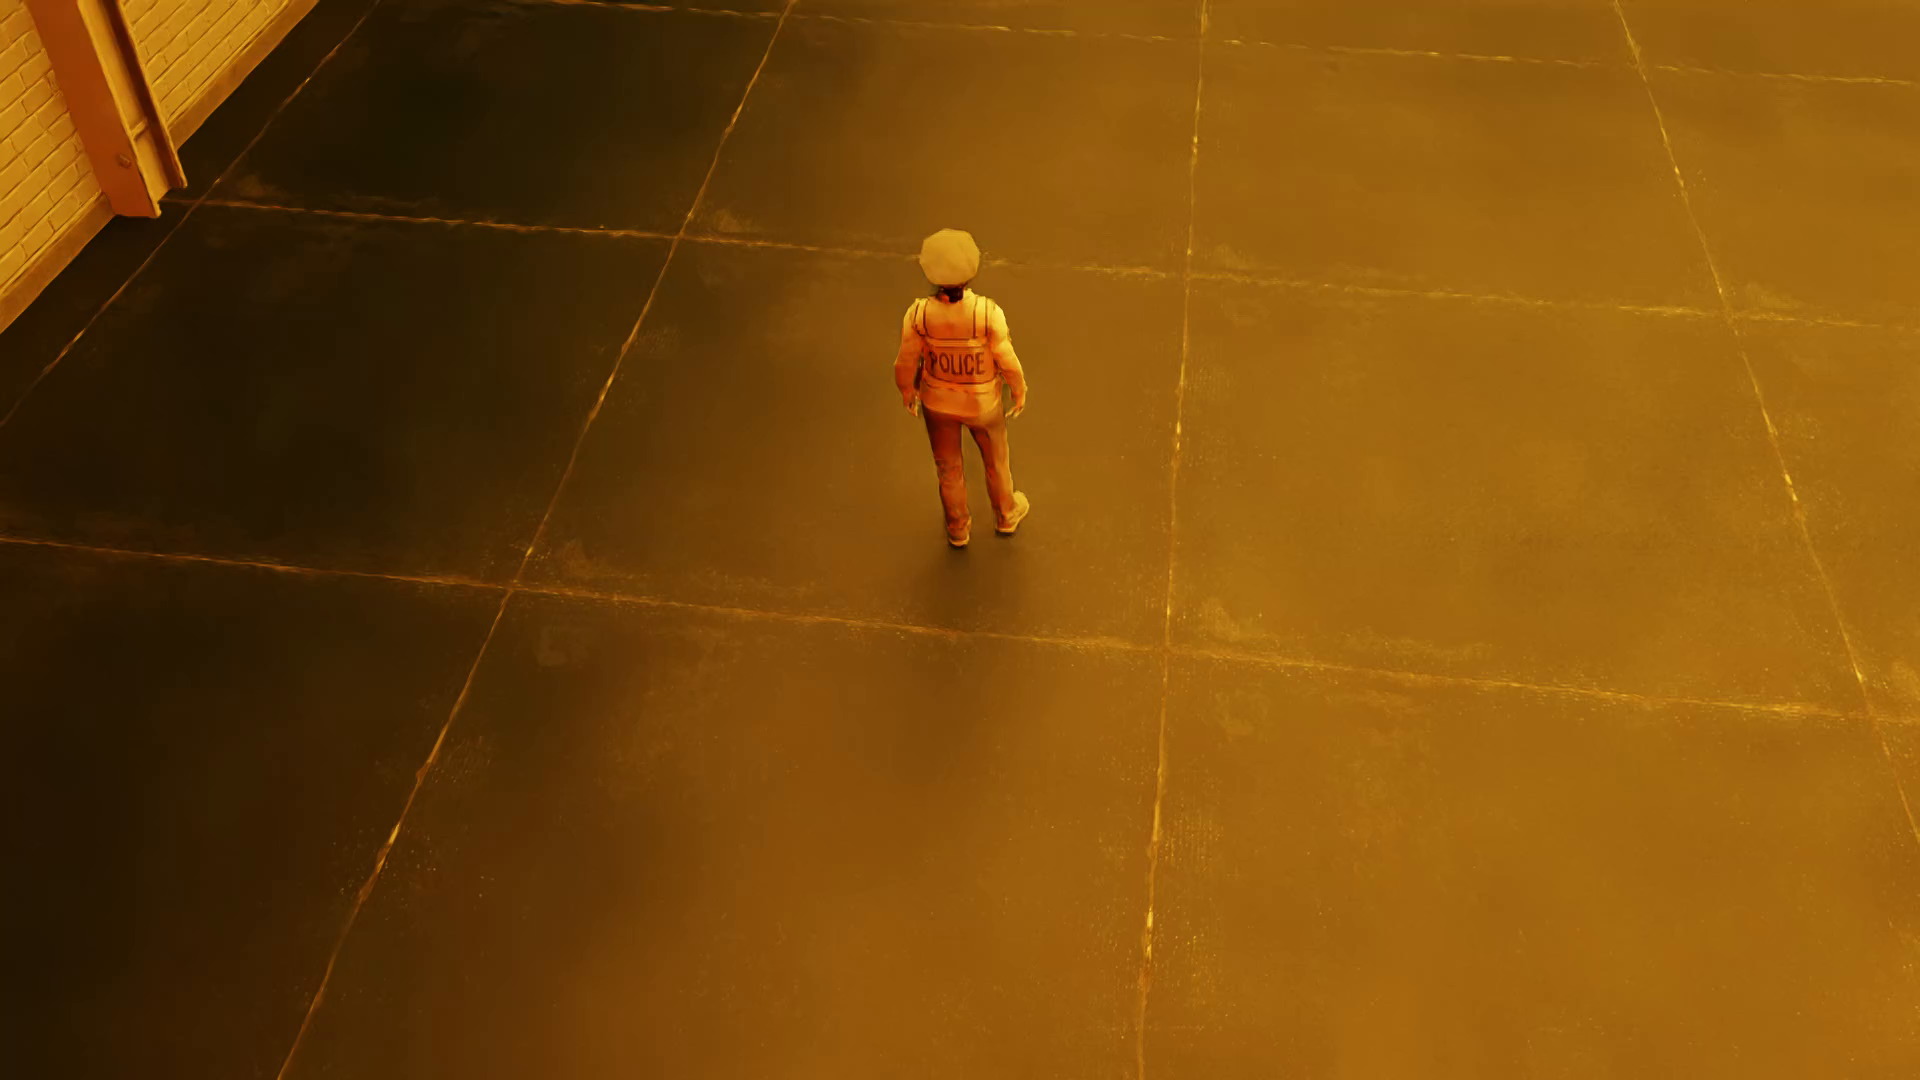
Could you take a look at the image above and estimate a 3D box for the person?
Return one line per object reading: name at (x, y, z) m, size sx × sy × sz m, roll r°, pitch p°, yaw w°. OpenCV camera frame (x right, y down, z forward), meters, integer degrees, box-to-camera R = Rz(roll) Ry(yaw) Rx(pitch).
person at (0.016, -0.674, 7.361) m, size 0.586 × 1.695 × 0.532 m, roll 5°, pitch 43°, yaw 6°
